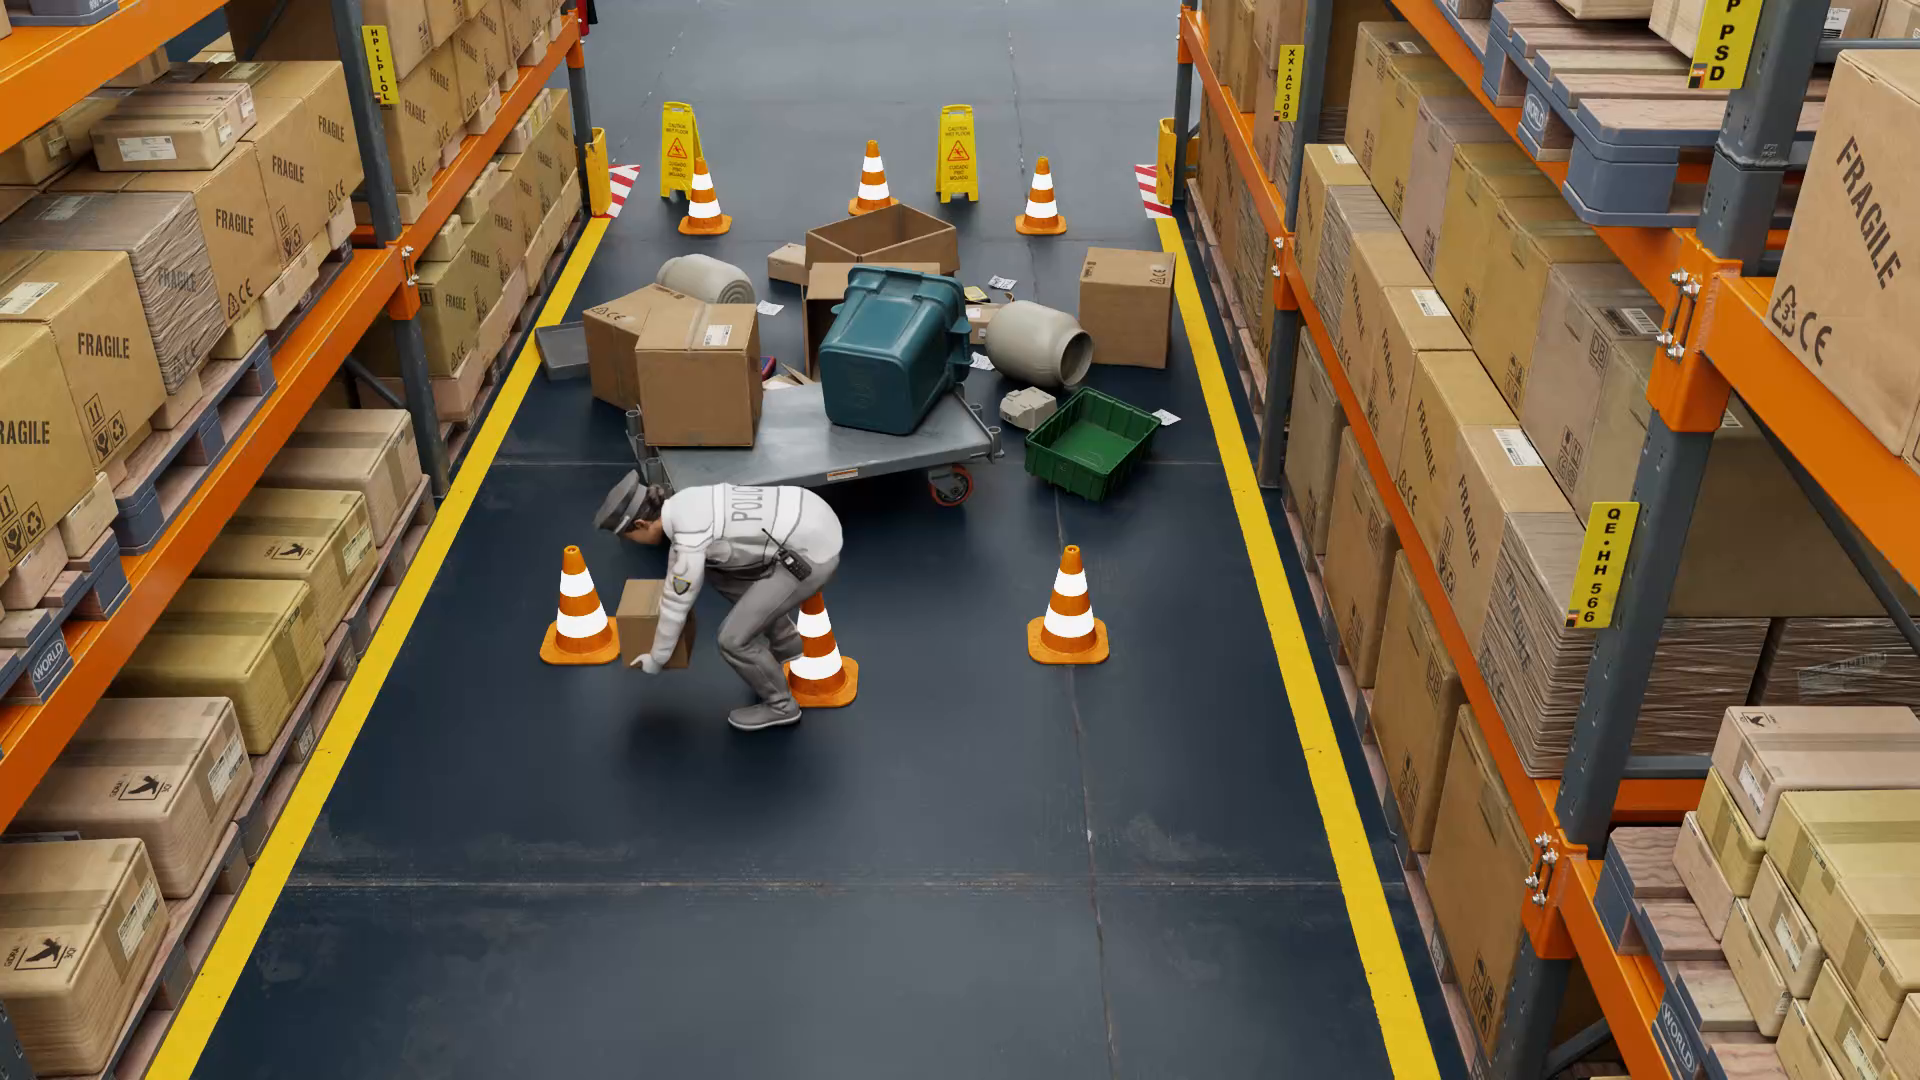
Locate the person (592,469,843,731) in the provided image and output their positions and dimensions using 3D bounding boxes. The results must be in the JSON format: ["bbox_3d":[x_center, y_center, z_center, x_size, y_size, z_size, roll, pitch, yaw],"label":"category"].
[{"bbox_3d":[-0.898,0.205,6.362,0.919,1.076,0.460,-2,32,-3],"label":"person"}]
